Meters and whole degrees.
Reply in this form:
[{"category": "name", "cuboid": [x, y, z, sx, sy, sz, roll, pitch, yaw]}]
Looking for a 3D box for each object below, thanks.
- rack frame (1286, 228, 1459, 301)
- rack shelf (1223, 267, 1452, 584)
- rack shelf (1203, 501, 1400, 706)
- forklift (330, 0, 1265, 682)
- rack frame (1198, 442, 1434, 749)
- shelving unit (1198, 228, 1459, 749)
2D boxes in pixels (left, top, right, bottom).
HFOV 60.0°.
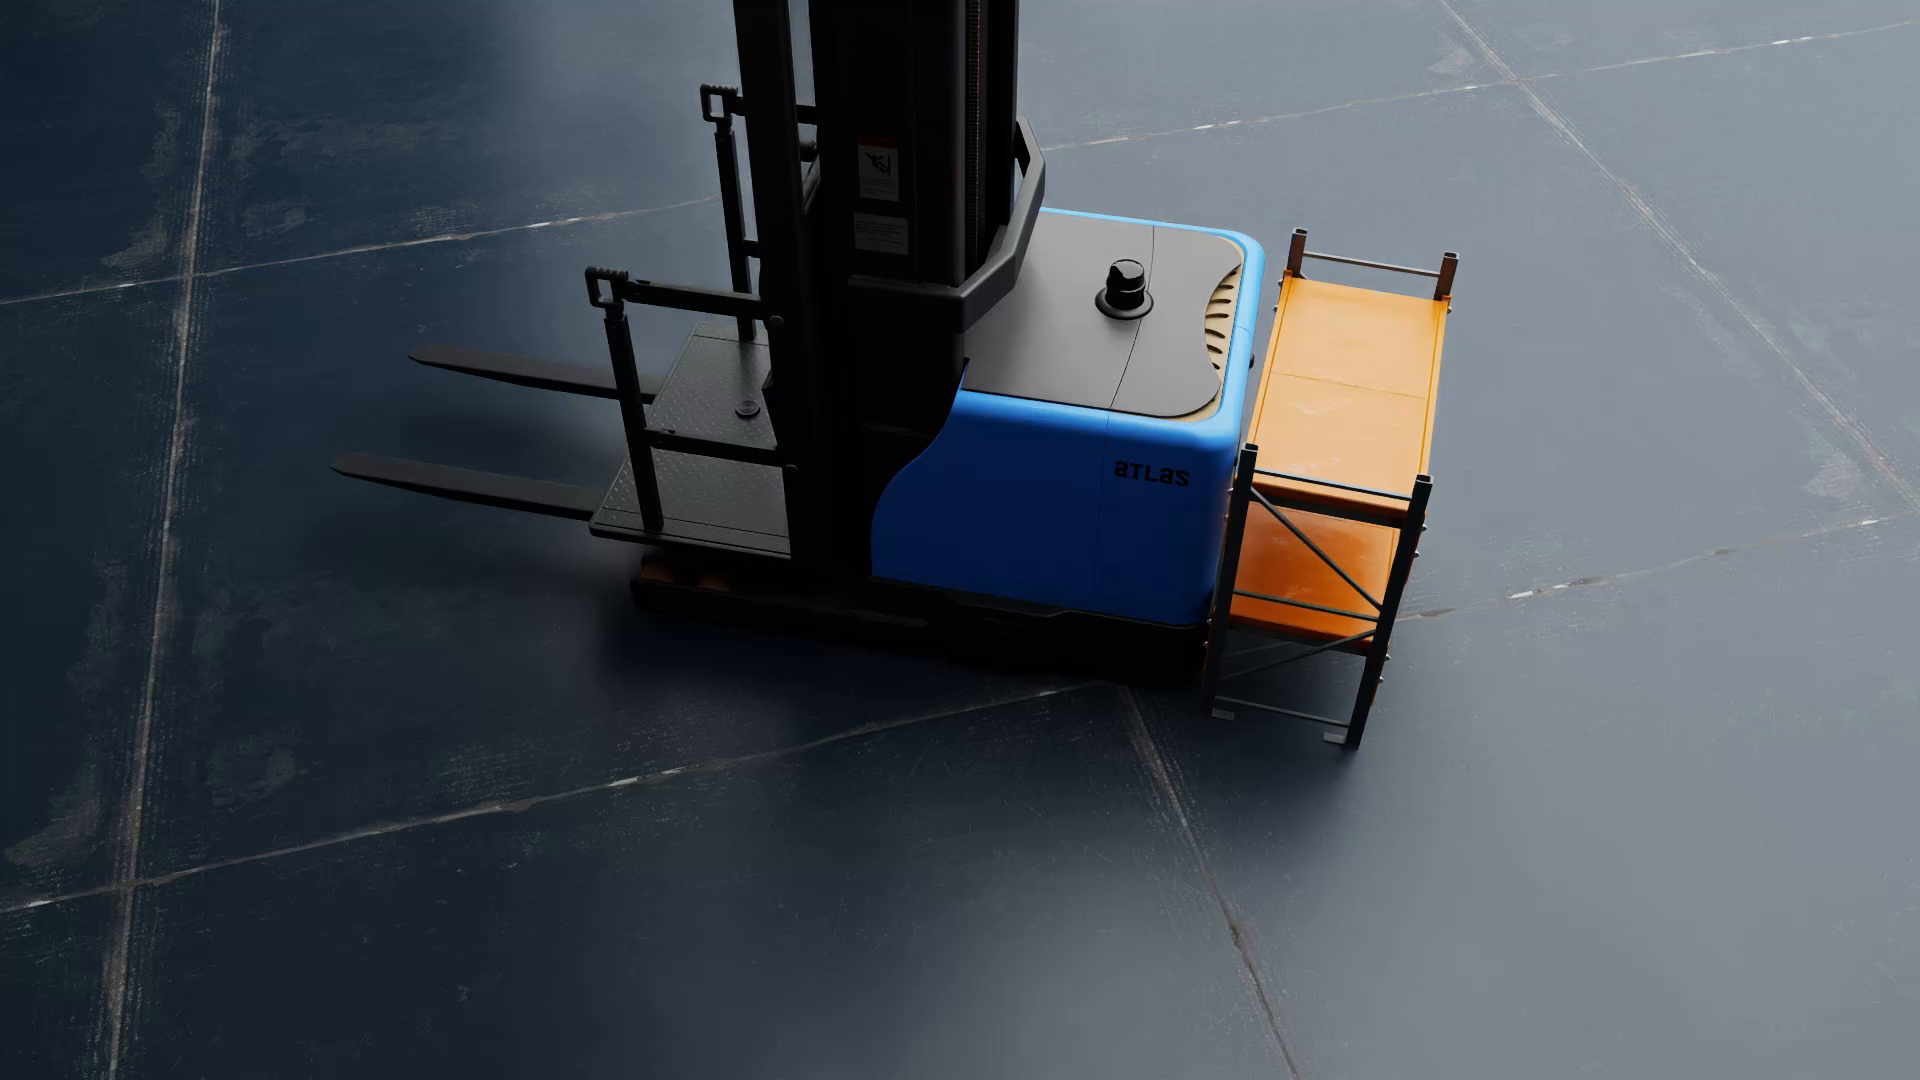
[{"category": "rack frame", "cuboid": [1.264, -0.510, 5.462, 0.500, 1.125, 0.032, 11, 47, 11]}, {"category": "rack shelf", "cuboid": [1.128, -0.365, 4.910, 0.538, 0.278, 1.000, 11, 47, 11]}, {"category": "rack shelf", "cuboid": [1.128, 0.011, 5.294, 0.538, 0.278, 1.000, 11, 47, 11]}, {"category": "forklift", "cuboid": [-0.608, -1.121, 4.797, 3.031, 2.935, 1.130, 9, 46, 9]}, {"category": "rack frame", "cuboid": [0.991, 0.190, 4.776, 0.500, 1.125, 0.032, 11, 47, 11]}, {"category": "shelving unit", "cuboid": [1.128, -0.160, 5.119, 0.538, 1.125, 1.048, 11, 47, 11]}]
